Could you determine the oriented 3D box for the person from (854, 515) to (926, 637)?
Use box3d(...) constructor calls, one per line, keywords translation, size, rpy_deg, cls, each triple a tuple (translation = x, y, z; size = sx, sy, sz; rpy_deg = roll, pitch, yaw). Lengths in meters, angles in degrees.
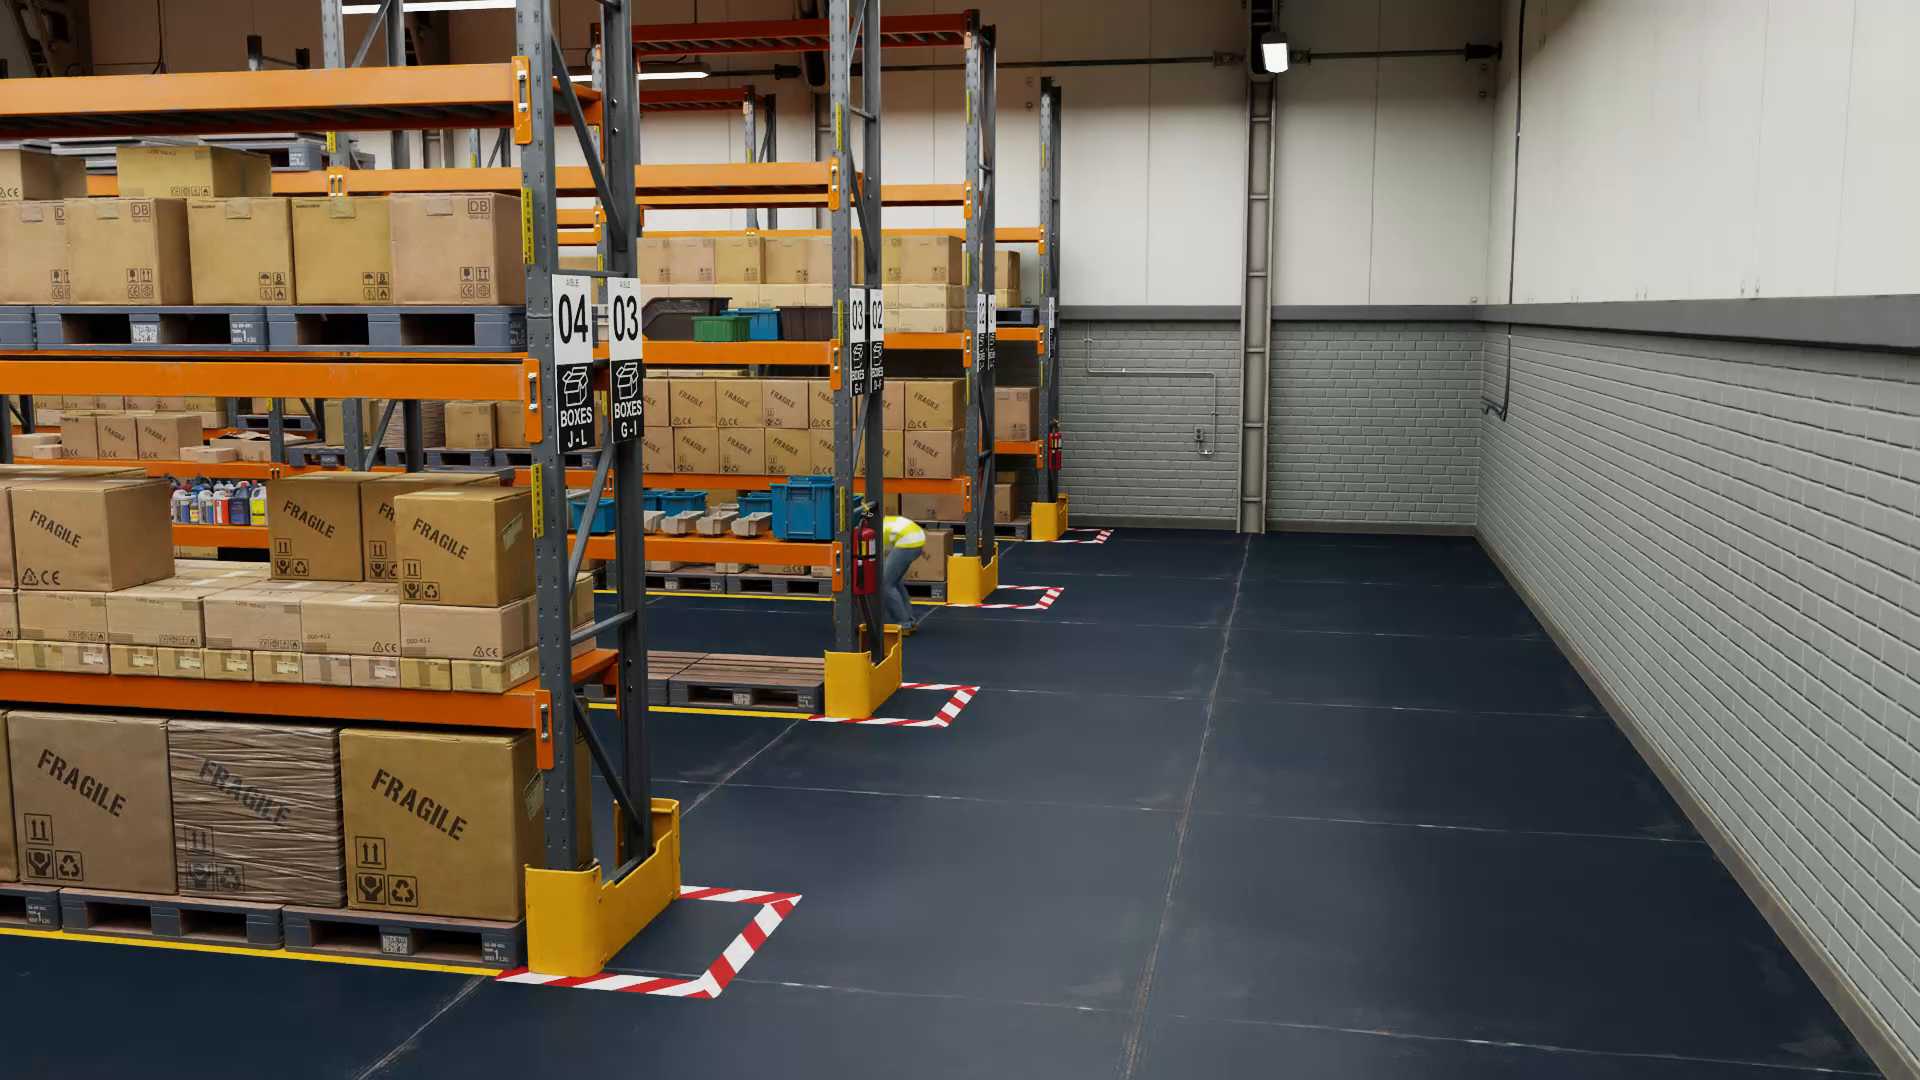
box3d(translation=(-0.813, 0.311, 15.718), size=(0.974, 1.148, 0.477), rpy_deg=(1, 8, 9), cls="person")
